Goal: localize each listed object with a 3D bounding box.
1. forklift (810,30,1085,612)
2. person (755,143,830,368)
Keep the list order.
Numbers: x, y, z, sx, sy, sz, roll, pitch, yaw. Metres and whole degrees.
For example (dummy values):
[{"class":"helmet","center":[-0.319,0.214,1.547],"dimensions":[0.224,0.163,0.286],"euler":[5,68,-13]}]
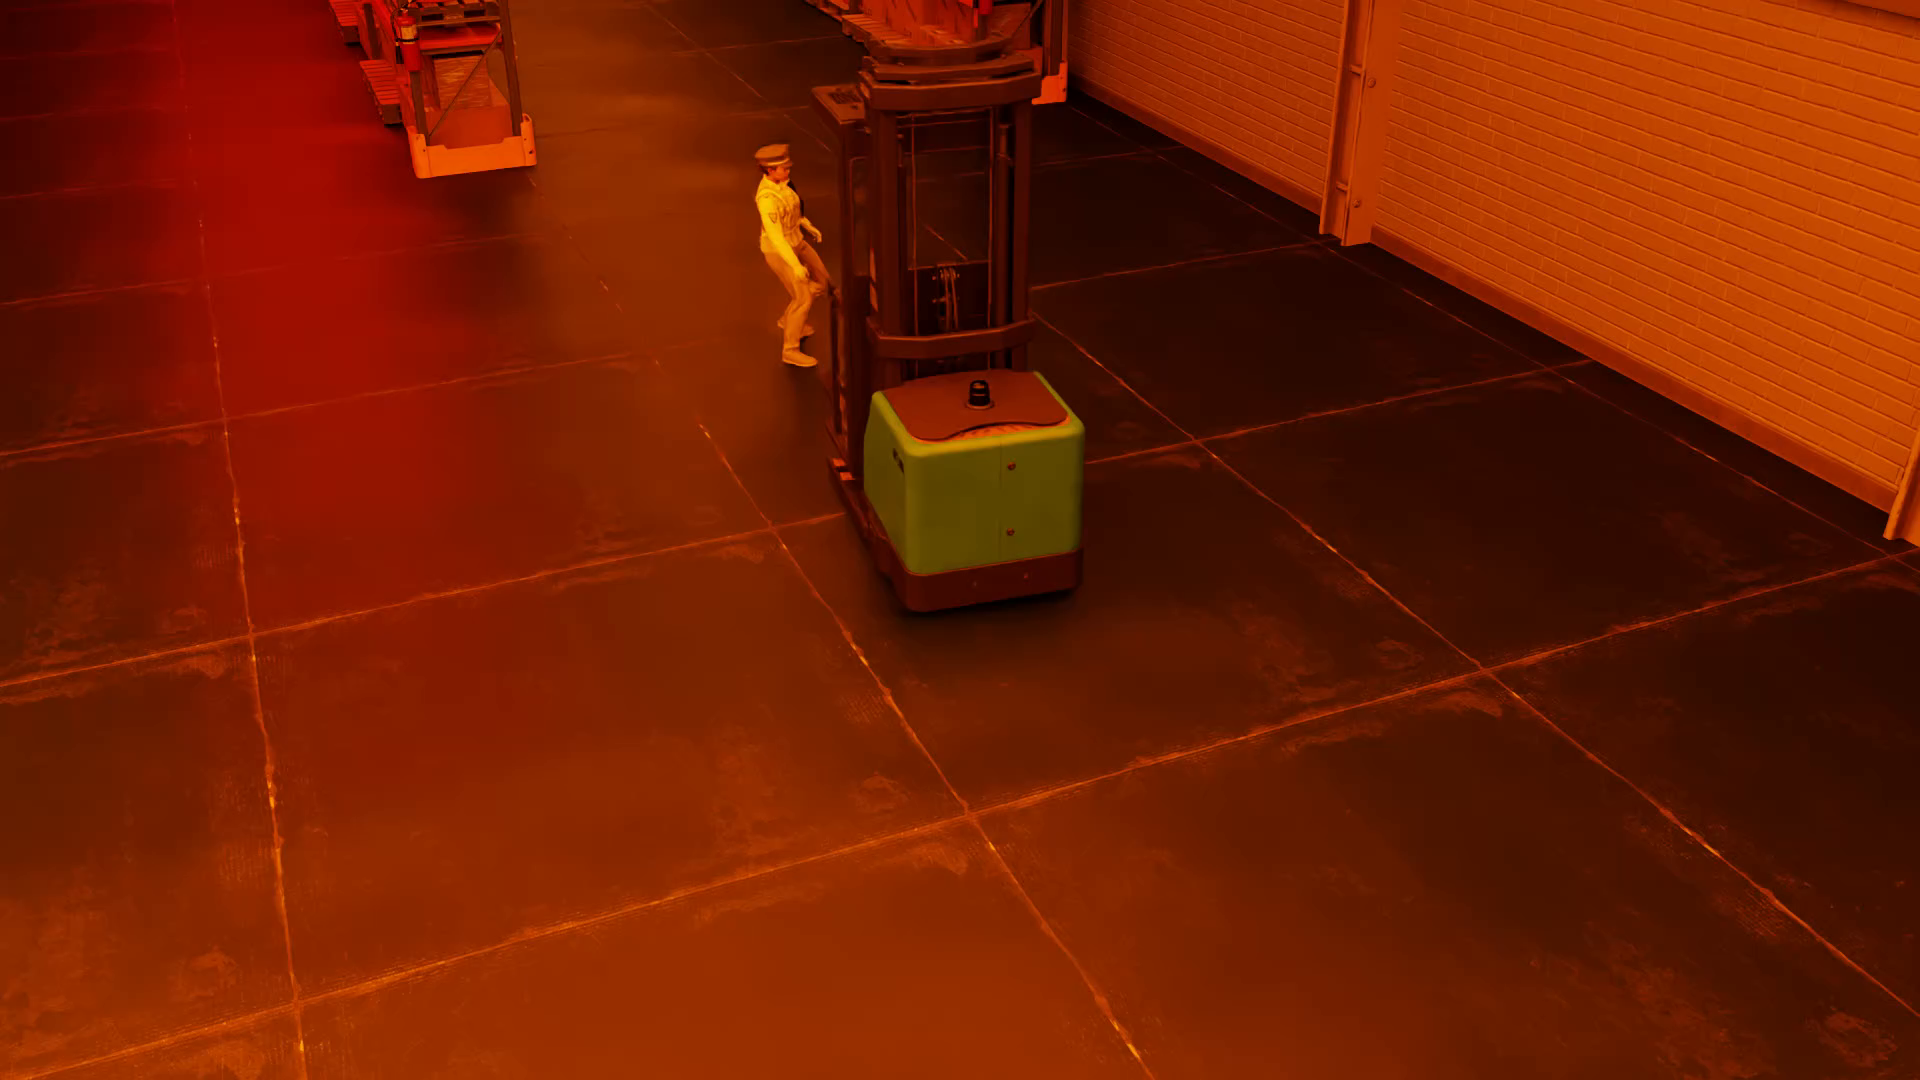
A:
[{"class":"forklift","center":[-0.223,-1.590,9.900],"dimensions":[1.130,2.935,3.031],"euler":[-9,31,-15]},{"class":"person","center":[-1.233,-2.132,12.220],"dimensions":[0.489,1.557,0.724],"euler":[6,30,11]}]
